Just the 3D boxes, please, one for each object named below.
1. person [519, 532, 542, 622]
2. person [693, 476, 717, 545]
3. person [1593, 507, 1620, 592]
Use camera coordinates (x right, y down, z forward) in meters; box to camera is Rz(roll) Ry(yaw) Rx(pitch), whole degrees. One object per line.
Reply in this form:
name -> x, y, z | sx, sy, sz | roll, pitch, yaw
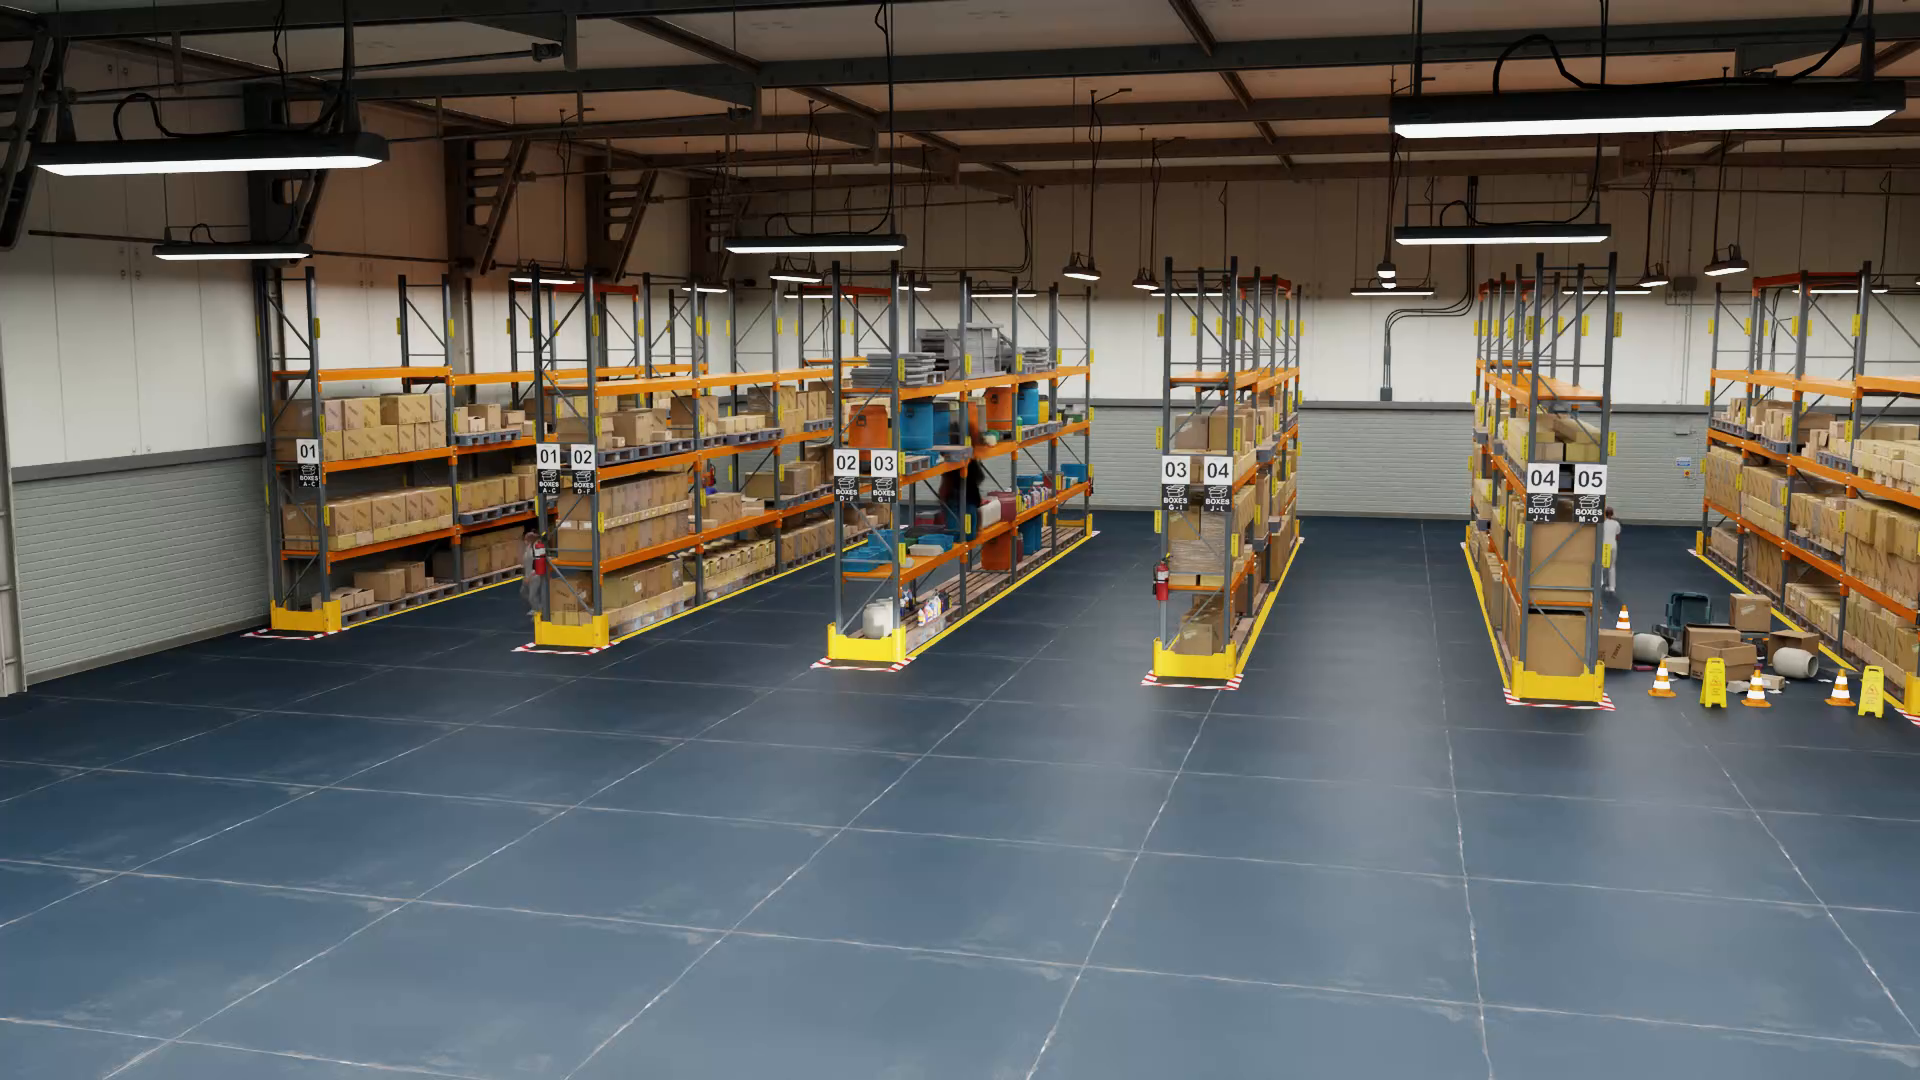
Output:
person -> -7.347, 0.638, 28.514 | 0.429, 1.584, 0.653 | -5, 9, -37
person -> -5.765, -0.593, 37.671 | 0.529, 1.715, 0.849 | 1, 7, 11
person -> 12.344, 0.161, 31.690 | 0.494, 1.566, 0.906 | 1, 7, 8
